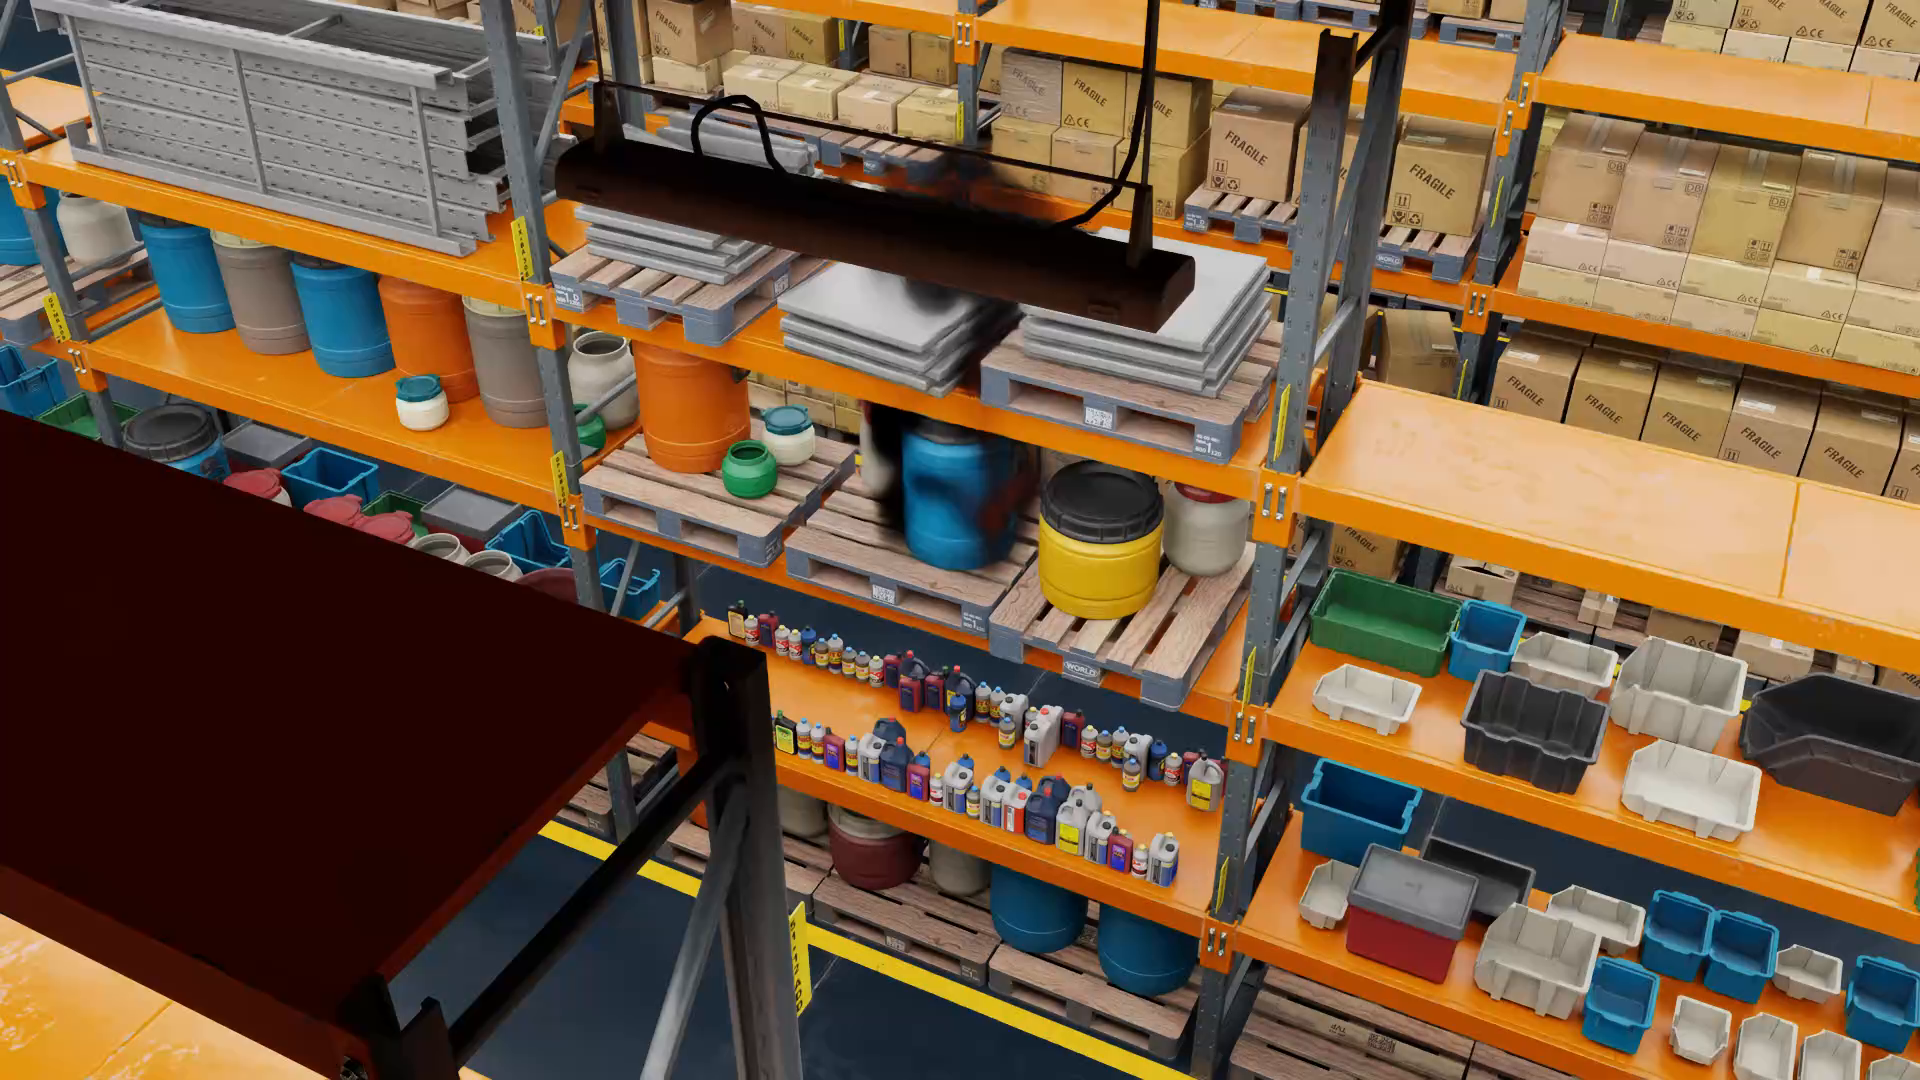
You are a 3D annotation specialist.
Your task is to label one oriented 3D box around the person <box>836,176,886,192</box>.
[{"bbox_3d":[-0.977,-2.999,16.646,0.827,1.749,0.642,9,36,12],"label":"person"}]
